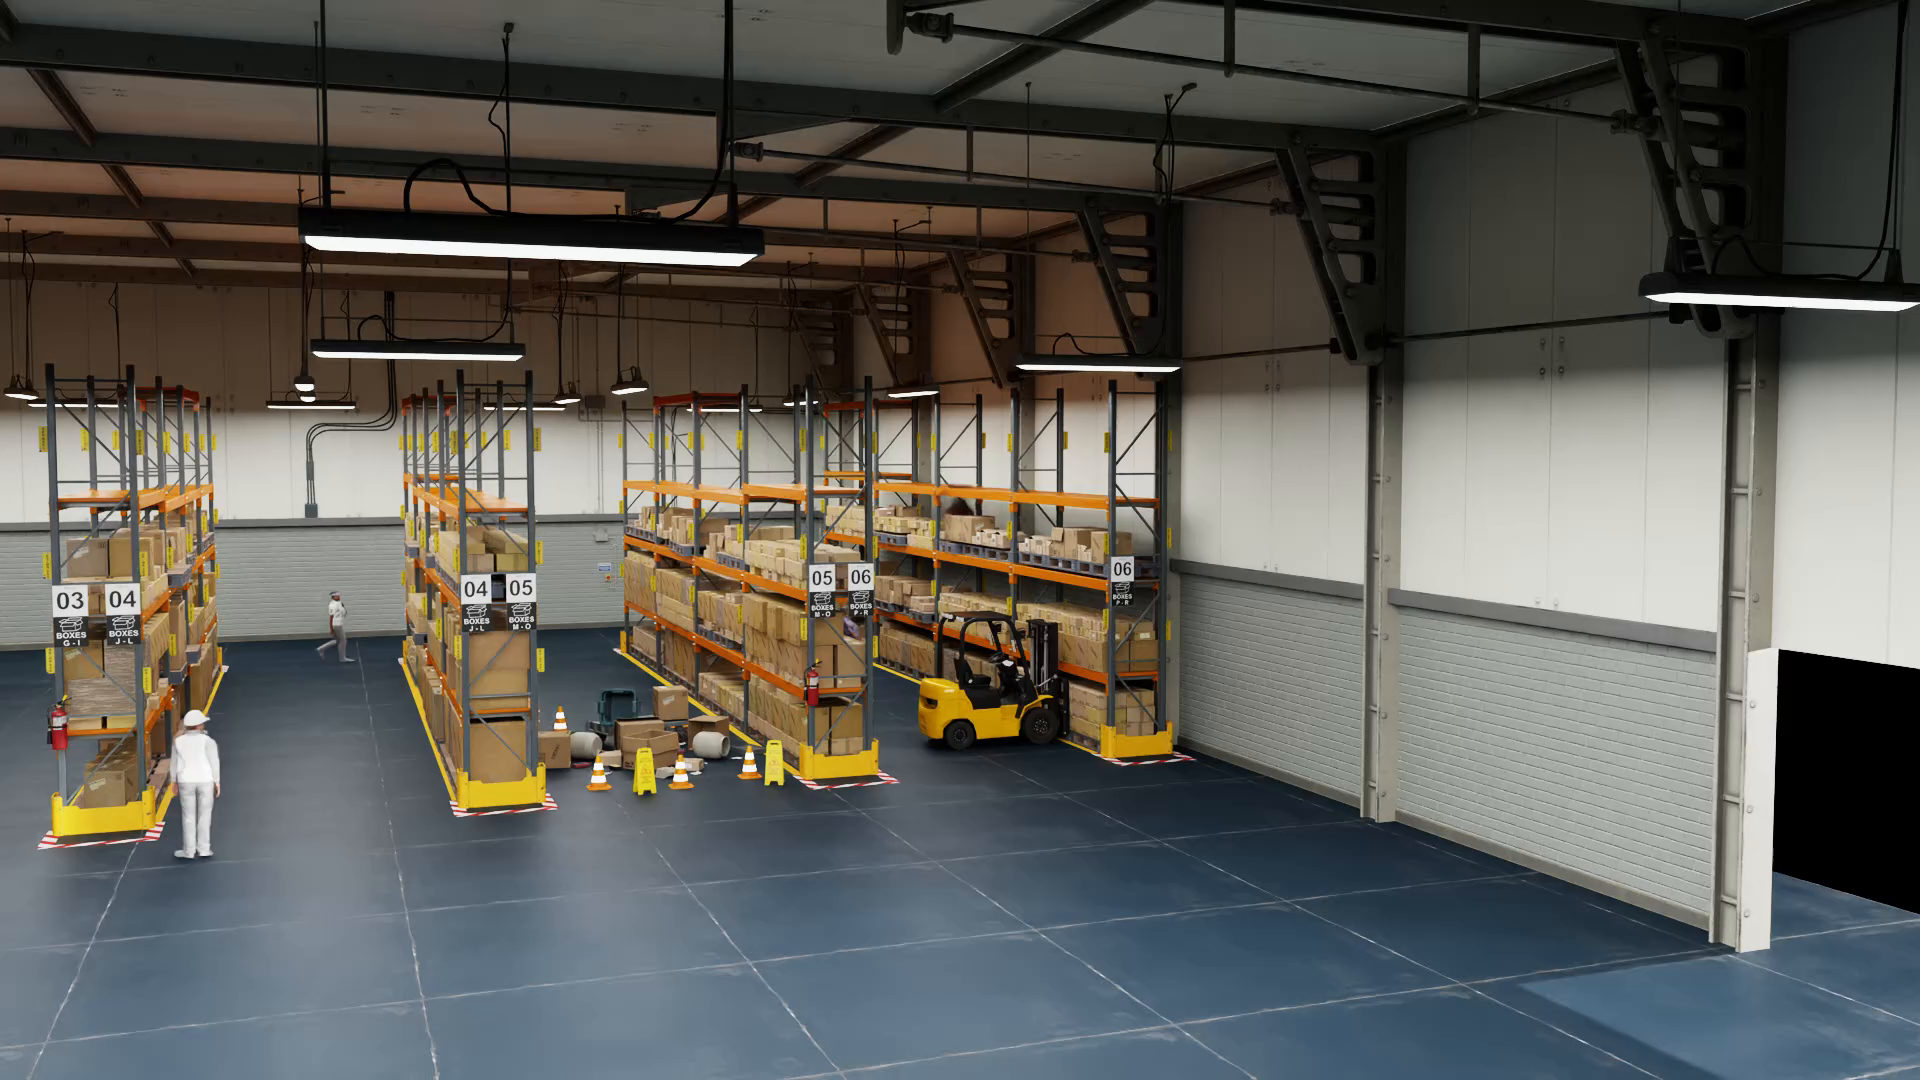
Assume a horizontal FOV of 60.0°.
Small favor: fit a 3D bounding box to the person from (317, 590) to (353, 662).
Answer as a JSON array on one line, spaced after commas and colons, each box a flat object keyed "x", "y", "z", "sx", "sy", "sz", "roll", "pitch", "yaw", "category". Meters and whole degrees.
[{"x": -14.207, "y": 1.953, "z": 37.829, "sx": 0.714, "sy": 1.666, "sz": 0.446, "roll": -1, "pitch": 4, "yaw": -21, "category": "person"}]

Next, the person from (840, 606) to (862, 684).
[{"x": -2.175, "y": 2.130, "z": 33.010, "sx": 0.584, "sy": 1.640, "sz": 0.437, "roll": 2, "pitch": 4, "yaw": 35, "category": "person"}]

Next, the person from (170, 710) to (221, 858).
[{"x": -9.236, "y": 2.947, "z": 20.094, "sx": 0.587, "sy": 1.799, "sz": 0.394, "roll": 0, "pitch": 3, "yaw": -8, "category": "person"}]
